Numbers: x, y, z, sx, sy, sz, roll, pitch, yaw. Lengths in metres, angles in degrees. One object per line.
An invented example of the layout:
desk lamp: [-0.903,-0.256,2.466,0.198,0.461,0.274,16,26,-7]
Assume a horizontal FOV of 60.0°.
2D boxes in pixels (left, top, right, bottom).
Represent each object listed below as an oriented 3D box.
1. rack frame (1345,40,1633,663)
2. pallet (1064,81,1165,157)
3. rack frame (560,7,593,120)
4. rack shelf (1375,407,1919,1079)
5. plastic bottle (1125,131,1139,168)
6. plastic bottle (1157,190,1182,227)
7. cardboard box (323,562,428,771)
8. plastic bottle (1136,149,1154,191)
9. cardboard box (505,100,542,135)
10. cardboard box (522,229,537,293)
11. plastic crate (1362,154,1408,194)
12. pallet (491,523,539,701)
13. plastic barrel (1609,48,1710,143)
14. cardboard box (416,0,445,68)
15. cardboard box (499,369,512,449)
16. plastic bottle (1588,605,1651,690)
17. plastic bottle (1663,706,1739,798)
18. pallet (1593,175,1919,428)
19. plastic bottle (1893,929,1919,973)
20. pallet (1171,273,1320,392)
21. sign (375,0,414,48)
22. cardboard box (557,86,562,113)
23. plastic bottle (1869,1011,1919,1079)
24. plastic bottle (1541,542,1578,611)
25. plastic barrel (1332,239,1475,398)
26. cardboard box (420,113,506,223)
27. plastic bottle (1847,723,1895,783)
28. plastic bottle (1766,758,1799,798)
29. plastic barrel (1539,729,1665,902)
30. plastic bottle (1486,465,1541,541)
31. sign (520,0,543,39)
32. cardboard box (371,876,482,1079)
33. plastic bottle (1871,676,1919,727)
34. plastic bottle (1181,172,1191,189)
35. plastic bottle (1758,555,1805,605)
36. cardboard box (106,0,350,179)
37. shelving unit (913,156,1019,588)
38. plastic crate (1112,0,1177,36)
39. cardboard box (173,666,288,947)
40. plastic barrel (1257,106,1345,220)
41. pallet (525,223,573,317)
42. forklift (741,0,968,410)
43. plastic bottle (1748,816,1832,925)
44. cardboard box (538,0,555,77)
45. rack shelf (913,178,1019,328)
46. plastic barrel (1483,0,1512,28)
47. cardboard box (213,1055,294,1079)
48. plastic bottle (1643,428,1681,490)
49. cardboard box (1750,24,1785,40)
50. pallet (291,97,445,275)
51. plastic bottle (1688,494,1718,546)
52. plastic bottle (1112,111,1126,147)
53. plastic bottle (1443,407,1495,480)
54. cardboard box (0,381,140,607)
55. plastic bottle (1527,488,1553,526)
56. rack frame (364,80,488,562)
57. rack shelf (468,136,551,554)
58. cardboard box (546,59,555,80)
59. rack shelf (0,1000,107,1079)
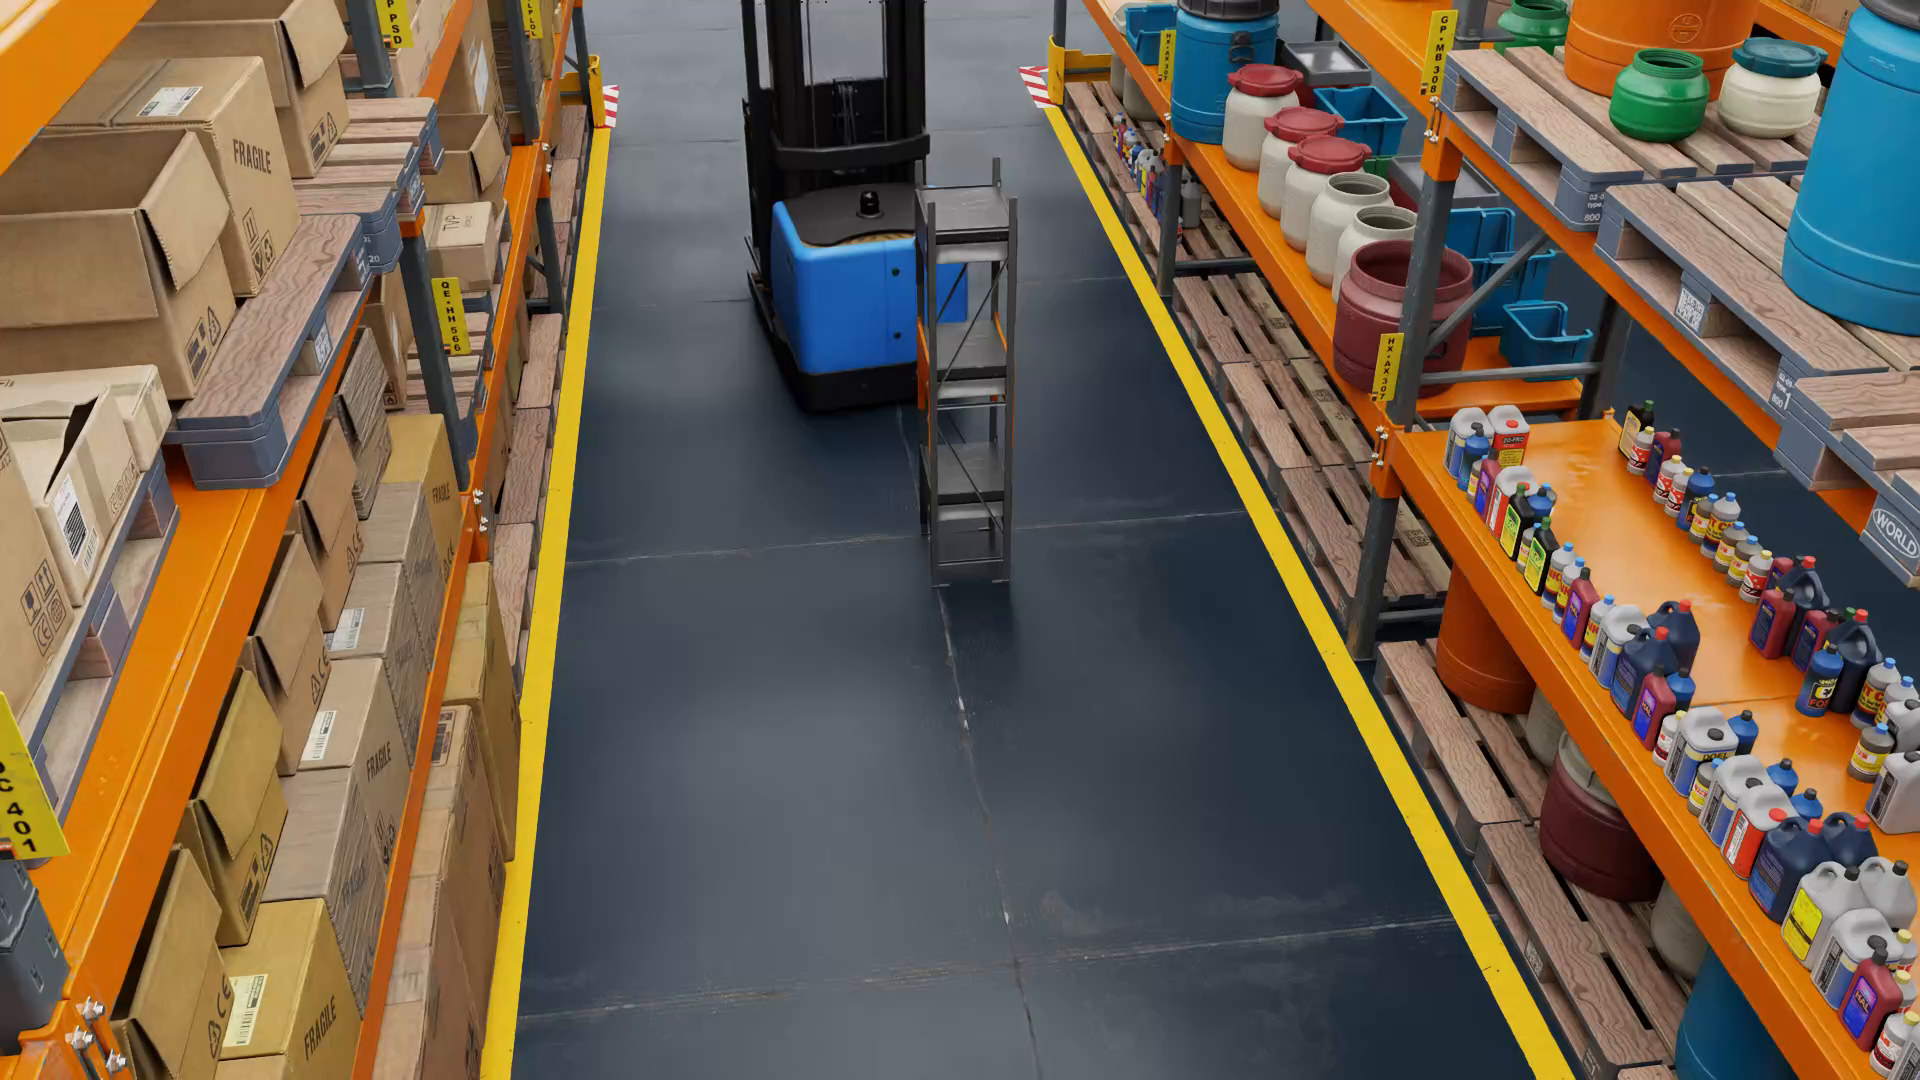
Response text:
rack frame: [2.384,-0.720,7.271,1.000,3.000,0.127,-4,35,-6]
pallet: [1.468,-3.539,13.884,1.003,0.211,1.213,-4,35,-6]
rack frame: [-3.600,-4.809,13.272,1.000,3.000,0.127,-4,35,-6]
rack shelf: [2.653,0.694,5.836,1.077,0.370,4.000,-4,35,-6]
plastic bottle: [1.302,-2.956,12.585,0.097,0.271,0.097,0,34,0]
plastic bottle: [1.473,-2.377,11.664,0.144,0.351,0.185,-5,35,-8]
cardboard box: [-2.078,0.439,5.482,0.500,0.500,0.500,-5,35,-8]
plastic bottle: [1.386,-2.724,12.240,0.152,0.276,0.135,-4,34,-6]
cardboard box: [-2.793,-2.616,10.276,0.380,0.149,0.250,-4,35,-6]
cardboard box: [-3.076,-1.944,10.914,0.500,0.500,0.500,-5,35,-8]
plastic crate: [2.360,-1.914,9.212,0.450,0.188,0.662,-4,35,-6]
pallet: [-2.628,0.371,8.146,1.003,0.211,1.213,-4,35,-6]
plastic barrel: [2.298,-1.460,5.459,0.294,0.245,0.294,0,34,0]
cardboard box: [-2.404,-2.090,6.752,0.500,0.250,0.500,-4,34,-5]
cardboard box: [-2.880,-0.802,9.220,0.700,0.500,0.500,-7,35,-10]
plastic bottle: [2.308,0.371,5.780,0.152,0.276,0.135,-4,35,-6]
plastic bottle: [2.382,0.678,5.330,0.152,0.276,0.135,-4,35,-6]
pallet: [2.564,-0.712,4.764,1.003,0.211,1.213,-4,35,-6]
plastic bottle: [2.620,1.175,4.667,0.097,0.201,0.097,0,34,0]
pallet: [1.990,-1.364,10.693,1.003,0.211,1.213,-4,35,-6]
sign: [-1.973,-1.868,5.763,0.100,0.325,0.005,-4,35,-6]
cardboard box: [-3.533,-3.600,13.344,0.500,0.500,0.500,2,34,2]
plastic bottle: [2.506,1.336,4.431,0.097,0.201,0.097,0,34,0]
plastic bottle: [2.221,0.128,6.142,0.097,0.271,0.097,0,34,0]
plastic barrel: [2.021,-1.012,7.579,0.600,0.536,0.708,-4,35,-6]
cardboard box: [-2.738,-1.833,8.440,0.797,0.503,0.637,-1,34,-1]
plastic bottle: [2.960,0.681,5.392,0.097,0.201,0.097,0,34,0]
plastic bottle: [2.534,0.790,5.170,0.097,0.271,0.097,0,34,0]
plastic barrel: [2.618,1.005,6.509,0.600,0.588,0.708,-4,35,-6]
plastic bottle: [2.184,-0.144,6.537,0.152,0.276,0.135,-4,35,-6]
sign: [-2.513,-3.099,9.735,0.100,0.325,0.005,-4,35,-6]
cardboard box: [-2.213,1.738,5.179,1.225,0.875,0.875,-6,35,-8]
plastic bottle: [3.093,0.565,5.500,0.097,0.271,0.097,0,34,0]
plastic bottle: [1.591,-2.478,11.879,0.152,0.276,0.135,-4,35,-6]
plastic bottle: [3.014,0.160,6.084,0.061,0.283,0.133,-4,35,-6]
cardboard box: [-2.371,-1.465,5.237,0.797,0.503,0.637,-2,34,-4]
shelving unit: [0.022,-0.775,8.152,0.431,2.100,0.503,-4,35,-6]
plastic crate: [1.376,-3.730,11.922,0.530,0.136,0.437,-4,35,-6]
cardboard box: [-2.161,0.692,4.220,0.797,0.503,0.637,-4,34,-6]
plastic barrel: [1.856,-2.048,9.100,0.433,0.535,0.433,0,34,0]
pallet: [-3.188,-1.797,11.327,1.003,0.211,1.213,-4,35,-6]
forklift: [-0.815,-2.811,10.401,1.130,2.935,3.031,-9,35,-12]
plastic bottle: [2.449,0.941,4.877,0.144,0.351,0.185,-4,35,-6]
cardboard box: [-3.094,-3.278,10.673,0.875,0.500,0.500,-4,35,-6]
rack shelf: [0.022,-1.342,7.765,0.431,0.518,0.480,-4,35,-6]
plastic barrel: [2.488,-2.641,6.982,0.600,0.901,0.600,0,34,0]
cardboard box: [-1.801,1.571,3.822,0.500,0.500,0.500,-4,35,-6]
plastic bottle: [2.892,-0.349,6.831,0.061,0.283,0.133,-4,35,-6]
cardboard box: [6.267,-3.751,13.122,0.500,0.500,0.500,-4,35,-6]
pallet: [-2.385,-1.151,5.408,1.213,0.211,1.003,-3,34,-4]
plastic bottle: [2.929,-0.087,6.519,0.097,0.201,0.097,0,34,0]
plastic bottle: [1.243,-3.203,12.947,0.097,0.271,0.097,0,34,0]
plastic bottle: [2.122,-0.403,6.916,0.152,0.276,0.135,-4,35,-6]
cardboard box: [-2.045,-0.108,3.416,0.500,0.311,0.500,-6,35,-8]
plastic bottle: [2.232,-0.080,6.447,0.097,0.271,0.097,0,34,0]
rack frame: [-2.524,-0.345,6.721,1.000,3.000,0.127,-4,35,-6]
rack shelf: [-2.793,-1.163,8.561,1.077,0.370,4.000,-4,35,-6]
cardboard box: [-2.911,-3.175,11.097,0.380,0.149,0.250,-4,35,-6]
rack shelf: [-1.717,2.061,1.166,1.077,0.370,4.000,-4,35,-6]
